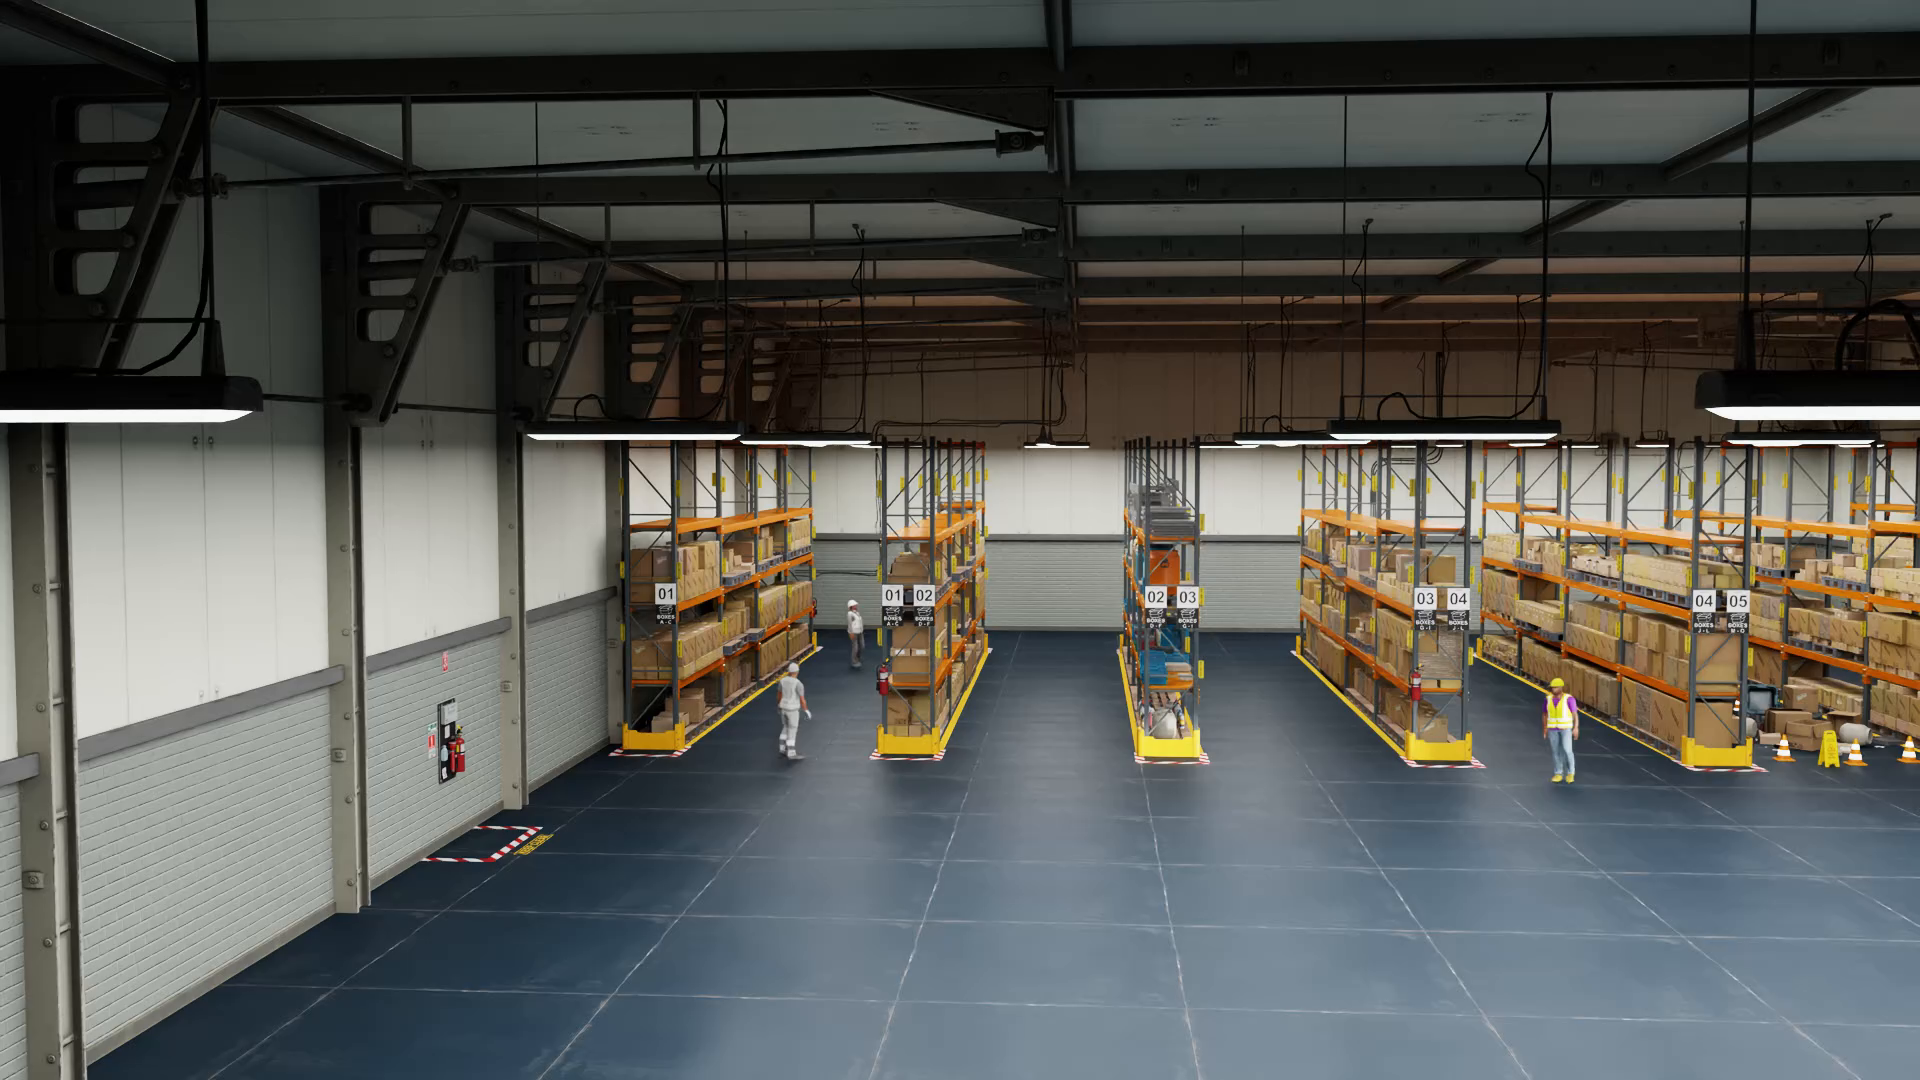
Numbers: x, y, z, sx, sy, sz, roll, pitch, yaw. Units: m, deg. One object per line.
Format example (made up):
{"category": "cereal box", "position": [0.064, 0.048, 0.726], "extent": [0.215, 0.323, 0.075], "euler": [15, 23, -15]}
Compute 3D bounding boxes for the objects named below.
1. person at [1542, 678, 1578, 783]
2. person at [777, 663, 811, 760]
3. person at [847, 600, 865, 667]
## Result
{"category": "person", "position": [10.390, 3.298, 28.841], "extent": [0.628, 1.792, 0.409], "euler": [3, 4, 40]}
{"category": "person", "position": [-3.134, 3.185, 31.007], "extent": [0.674, 1.811, 0.482], "euler": [3, 4, 45]}
{"category": "person", "position": [-2.777, 2.492, 44.242], "extent": [0.455, 1.795, 0.608], "euler": [2, 3, 28]}
